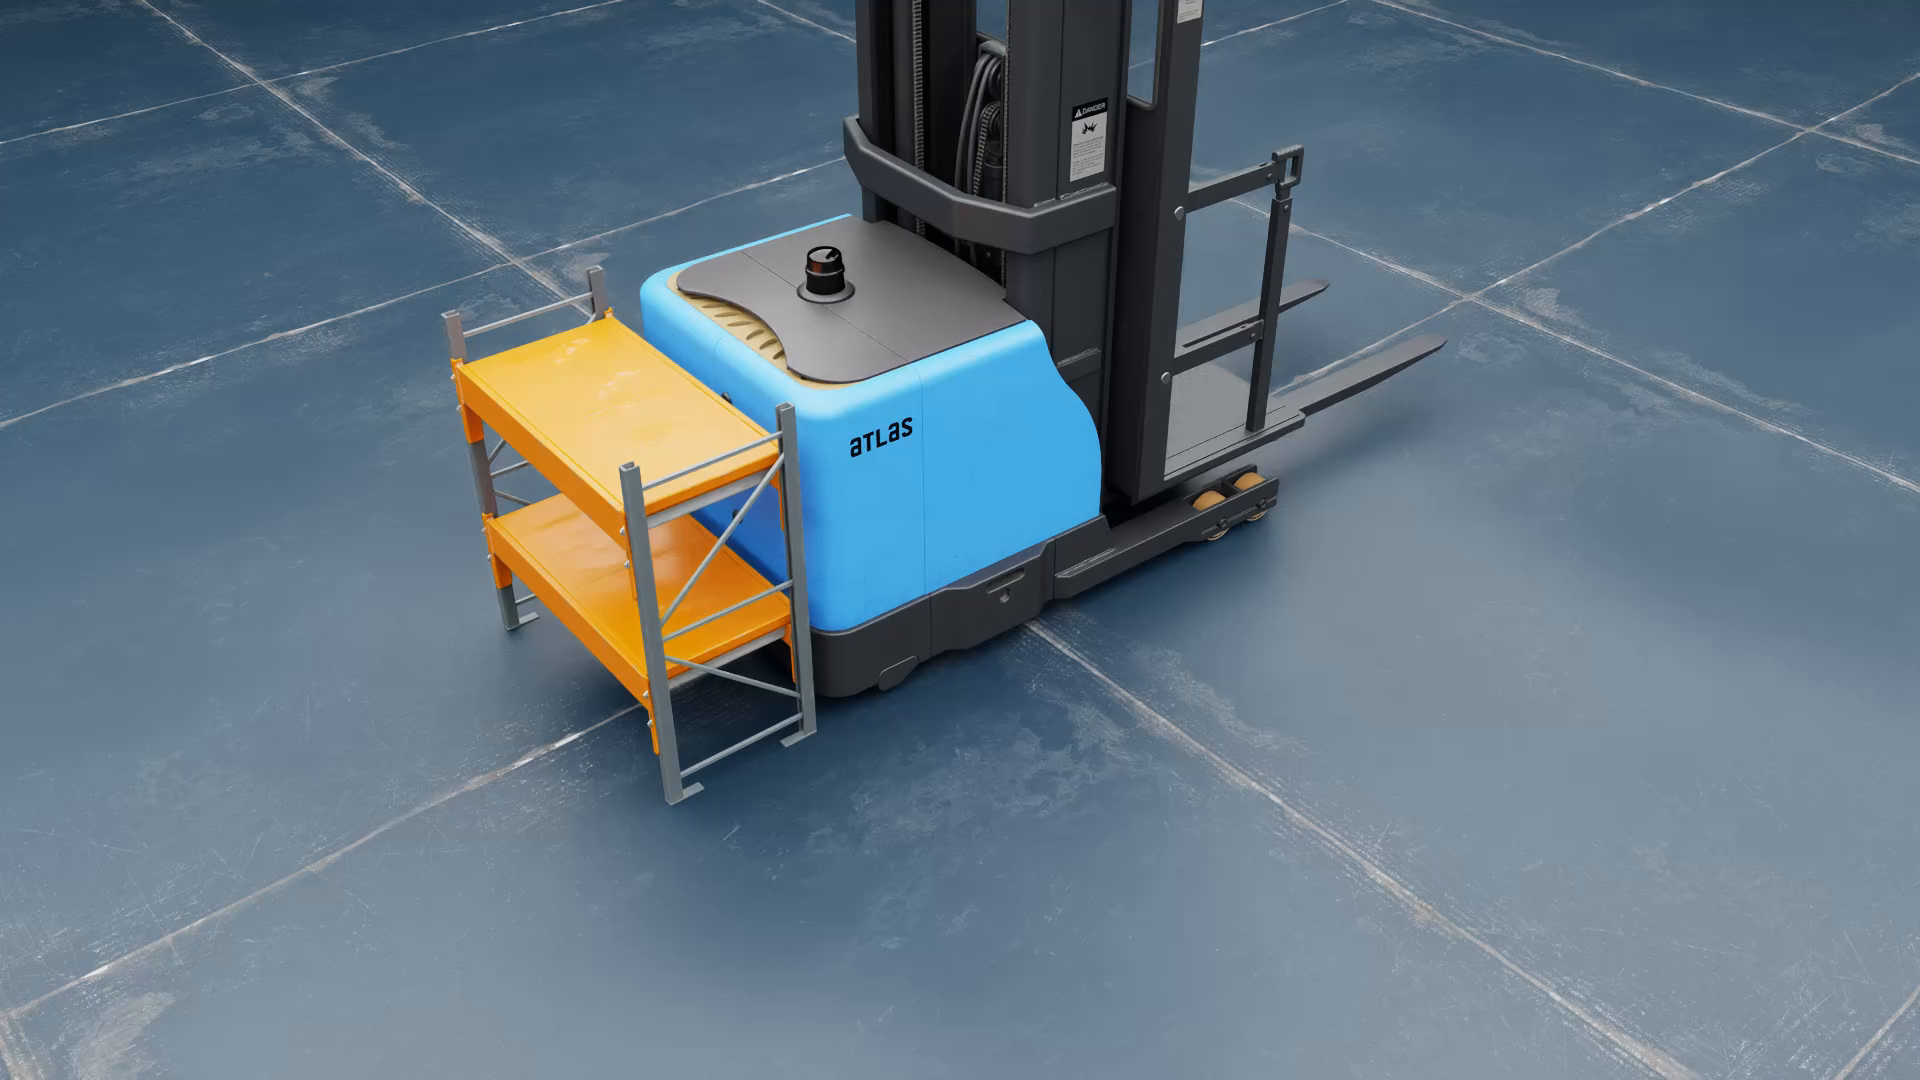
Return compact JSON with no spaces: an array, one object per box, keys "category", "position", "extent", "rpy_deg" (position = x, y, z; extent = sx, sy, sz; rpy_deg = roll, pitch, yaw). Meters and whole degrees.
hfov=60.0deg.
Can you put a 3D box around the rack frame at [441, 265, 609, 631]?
[{"category":"rack frame","position":[-1.265,-0.264,5.149],"extent":[0.500,1.125,0.032],"rpy_deg":[-25,42,-31]}]

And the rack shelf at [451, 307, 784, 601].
[{"category":"rack shelf","position":[-0.948,-0.273,4.656],"extent":[0.538,0.278,1.000],"rpy_deg":[-25,42,-31]}]

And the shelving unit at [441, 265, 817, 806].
[{"category":"shelving unit","position":[-0.948,-0.034,4.825],"extent":[0.538,1.125,1.048],"rpy_deg":[-25,42,-31]}]

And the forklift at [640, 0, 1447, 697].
[{"category":"forklift","position":[0.494,-1.415,5.212],"extent":[3.031,2.935,1.130],"rpy_deg":[-24,42,-30]}]

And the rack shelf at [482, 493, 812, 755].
[{"category":"rack shelf","position":[-0.948,0.165,4.966],"extent":[0.538,0.278,1.000],"rpy_deg":[-25,42,-31]}]

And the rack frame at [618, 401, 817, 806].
[{"category":"rack frame","position":[-0.630,0.195,4.501],"extent":[0.500,1.125,0.032],"rpy_deg":[-25,42,-31]}]
